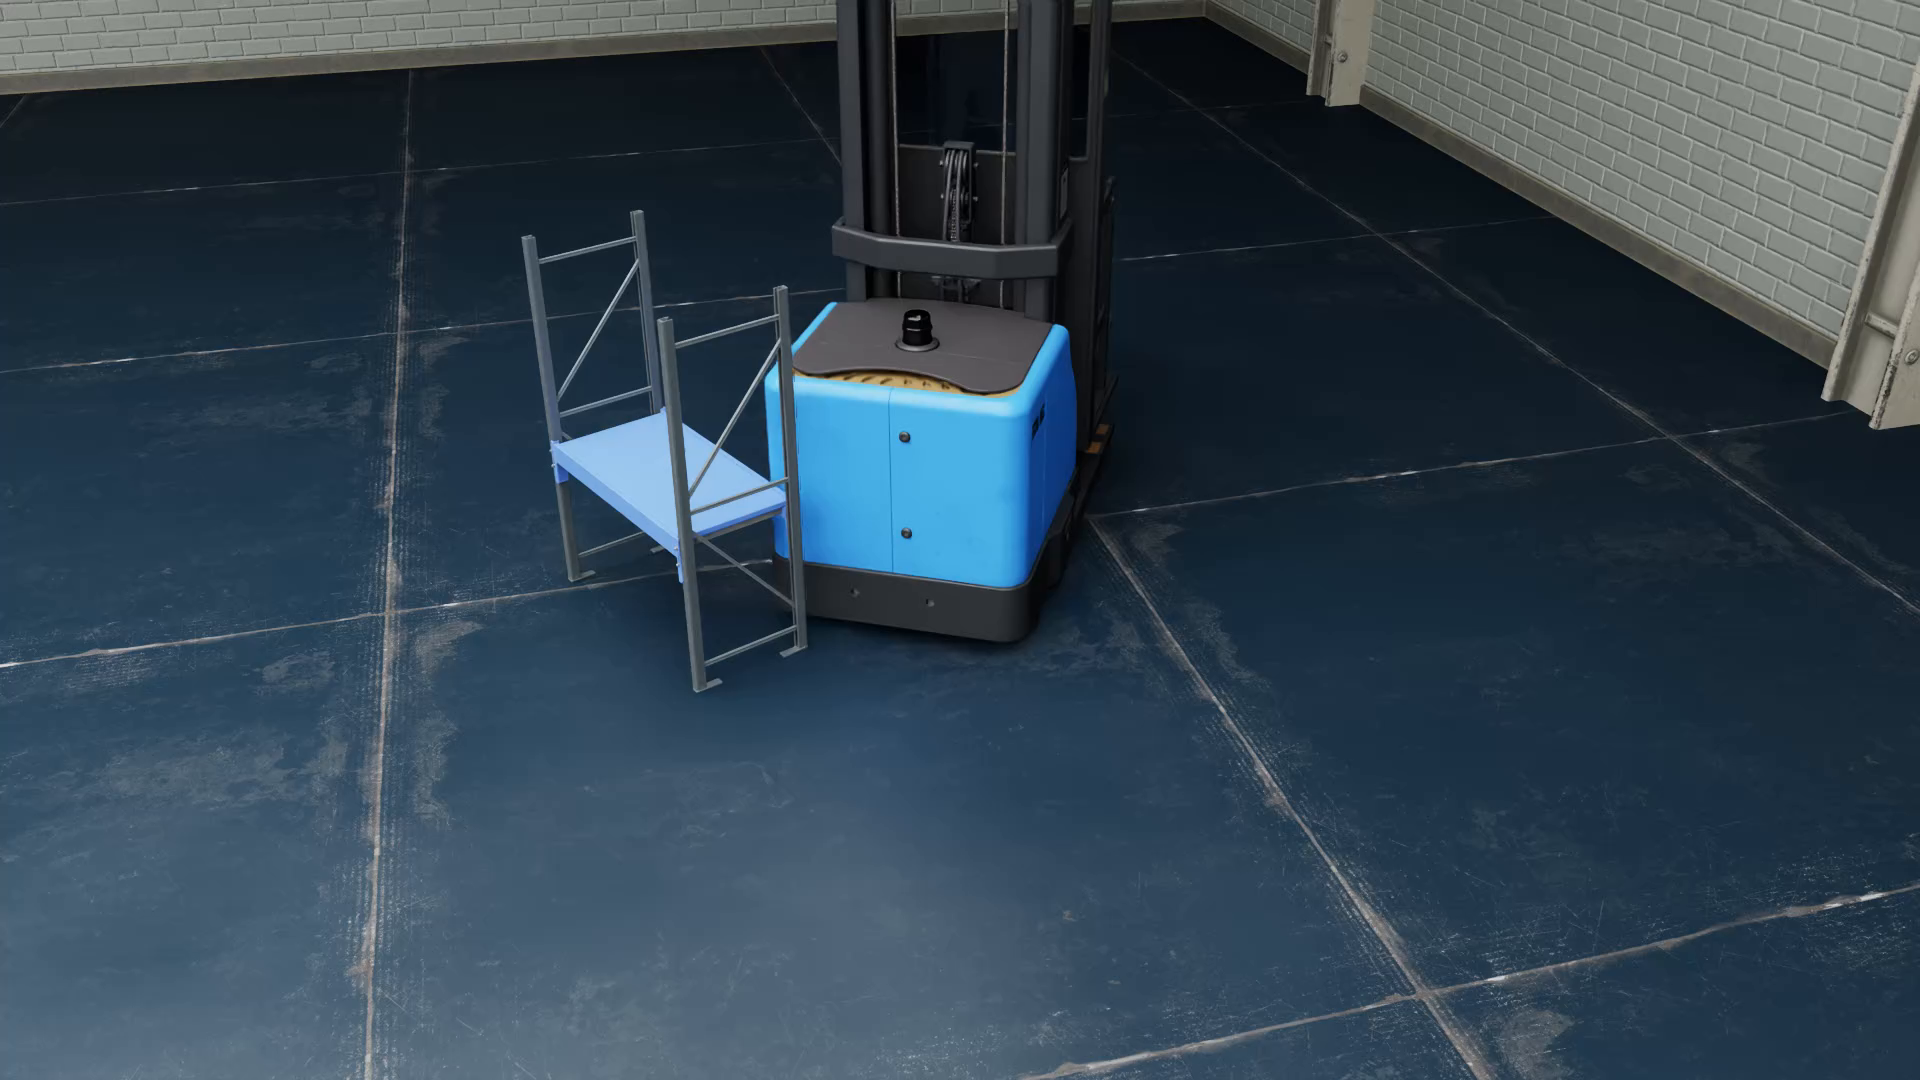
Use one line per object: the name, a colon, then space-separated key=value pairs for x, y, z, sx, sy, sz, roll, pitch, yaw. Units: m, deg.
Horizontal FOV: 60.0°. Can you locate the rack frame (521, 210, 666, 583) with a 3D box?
rack frame: x=-1.433 y=-0.553 z=6.709 sx=0.500 sy=1.500 sz=0.032 roll=-22 pitch=36 yaw=-33

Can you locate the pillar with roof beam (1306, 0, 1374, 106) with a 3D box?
pillar with roof beam: x=-1.138 y=-6.878 z=10.150 sx=9.100 sy=9.000 sz=0.400 roll=-8 pitch=31 yaw=-13

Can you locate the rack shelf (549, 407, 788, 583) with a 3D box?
rack shelf: x=-1.117 y=-0.198 z=6.454 sx=0.538 sy=0.185 sz=1.000 roll=-22 pitch=36 yaw=-33

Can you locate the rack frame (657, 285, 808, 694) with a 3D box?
rack frame: x=-0.801 y=-0.154 z=6.020 sx=0.500 sy=1.500 sz=0.032 roll=-22 pitch=36 yaw=-33

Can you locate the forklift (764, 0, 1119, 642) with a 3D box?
forklift: x=0.115 y=-1.599 z=7.087 sx=1.130 sy=2.935 sz=3.031 roll=7 pitch=31 yaw=12

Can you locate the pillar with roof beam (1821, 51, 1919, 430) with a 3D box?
pillar with roof beam: x=0.454 y=-3.980 z=5.144 sx=9.100 sy=9.000 sz=0.400 roll=-8 pitch=31 yaw=-13

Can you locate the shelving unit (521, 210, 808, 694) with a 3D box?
shelving unit: x=-1.117 y=-0.354 z=6.364 sx=0.538 sy=1.500 sz=1.048 roll=-22 pitch=36 yaw=-33
